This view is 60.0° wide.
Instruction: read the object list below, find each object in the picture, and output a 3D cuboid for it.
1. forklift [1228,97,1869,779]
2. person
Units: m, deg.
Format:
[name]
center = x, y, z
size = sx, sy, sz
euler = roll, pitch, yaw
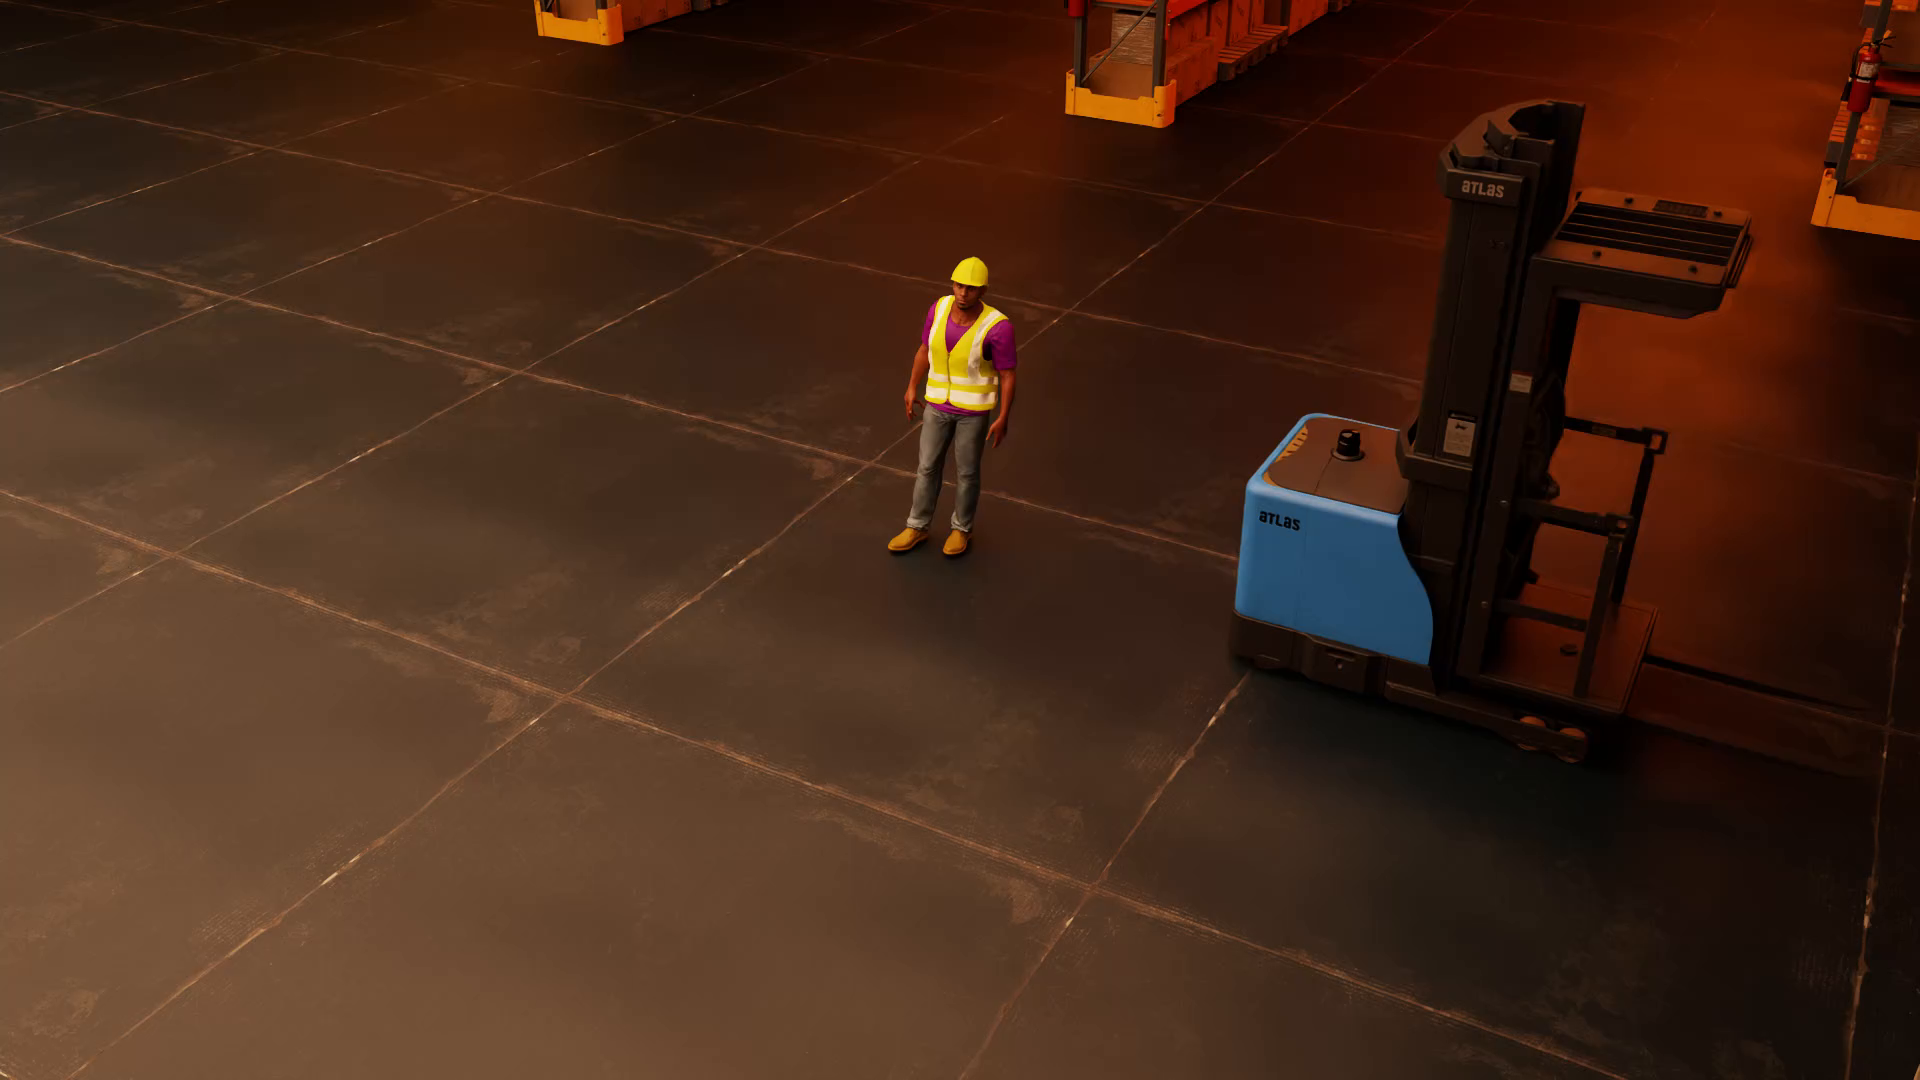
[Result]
[forklift]
center = 2.976, -0.488, 7.916
size = 3.031, 2.935, 1.130
euler = 15, 33, 24
[person]
center = -0.001, -0.802, 9.553
size = 0.666, 1.706, 0.420
euler = 15, 33, 25
